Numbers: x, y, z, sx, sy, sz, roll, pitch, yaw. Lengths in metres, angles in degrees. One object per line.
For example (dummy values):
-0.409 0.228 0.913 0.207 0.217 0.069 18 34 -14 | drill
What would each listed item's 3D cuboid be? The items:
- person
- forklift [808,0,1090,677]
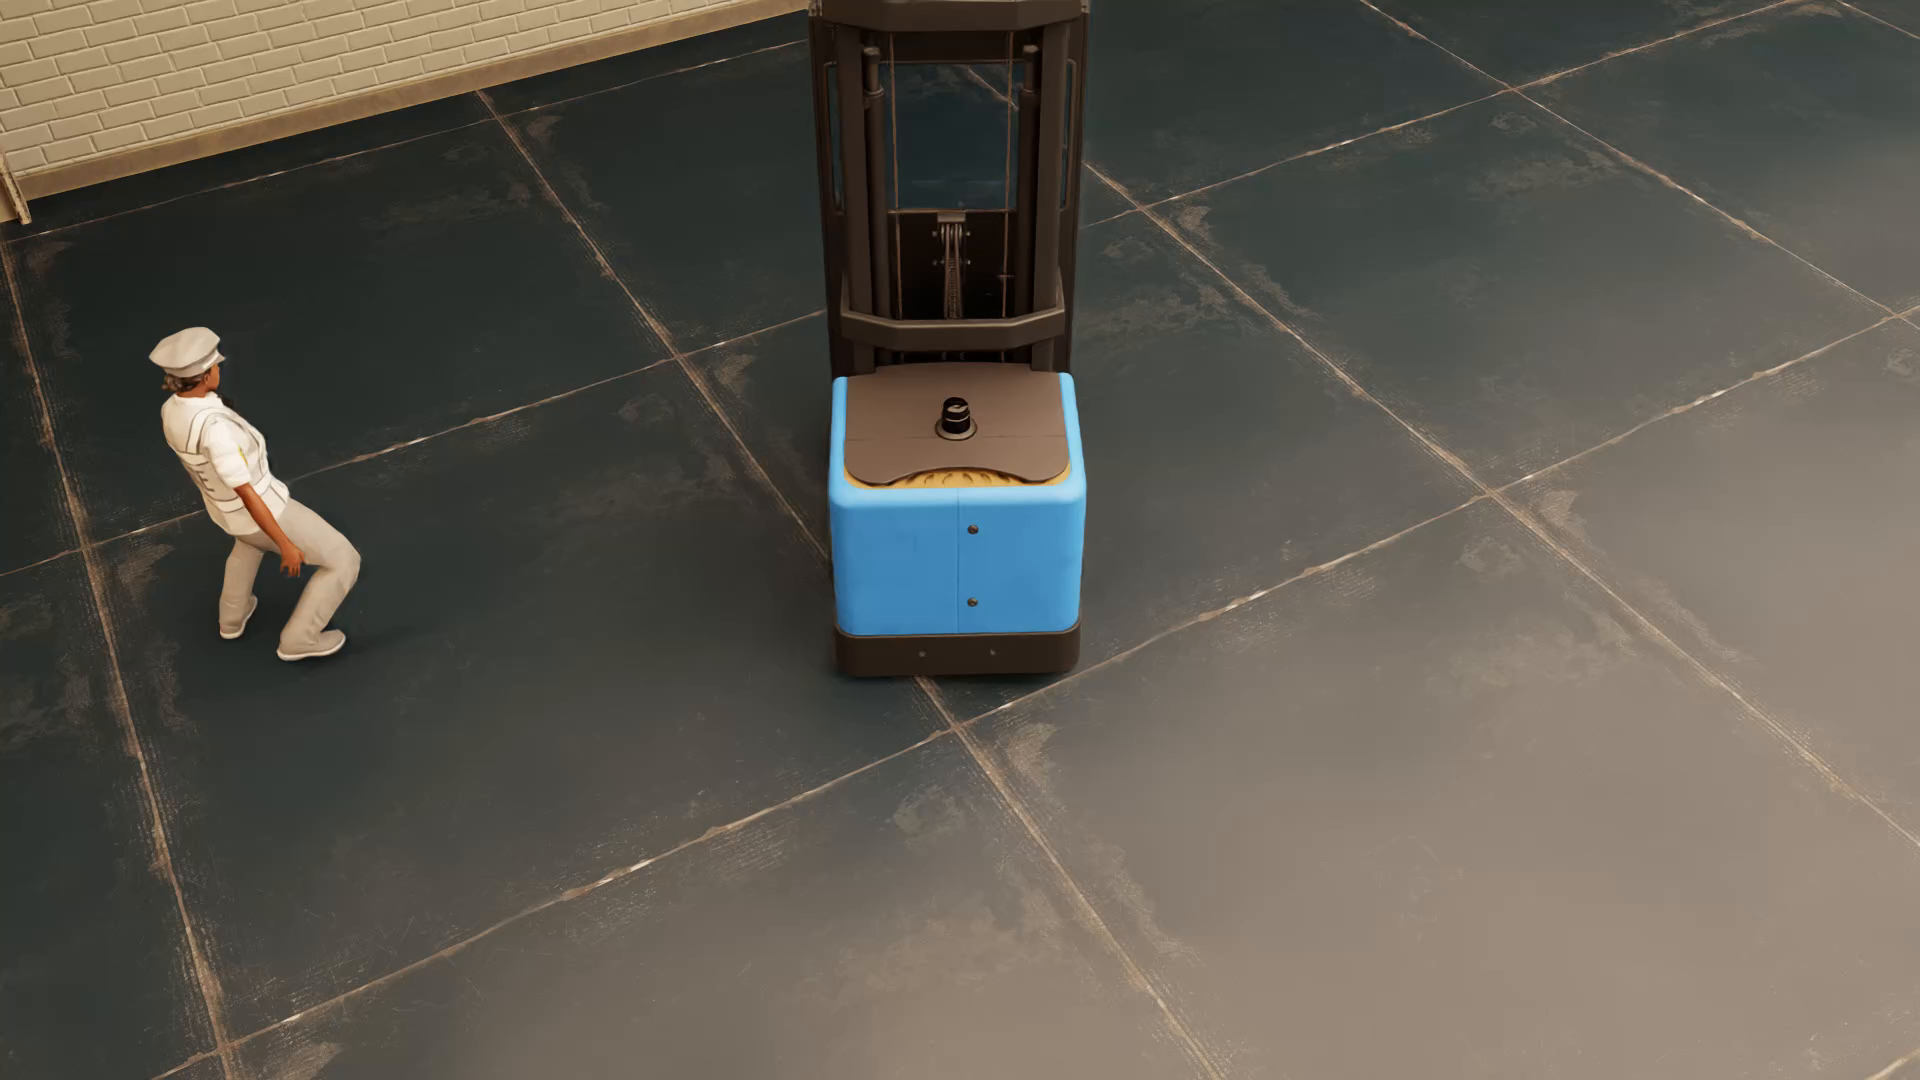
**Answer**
-2.937 -0.157 6.891 0.539 1.567 0.836 -34 52 -31 | person
-0.051 -1.475 7.288 1.130 2.935 3.031 -1 43 -1 | forklift
